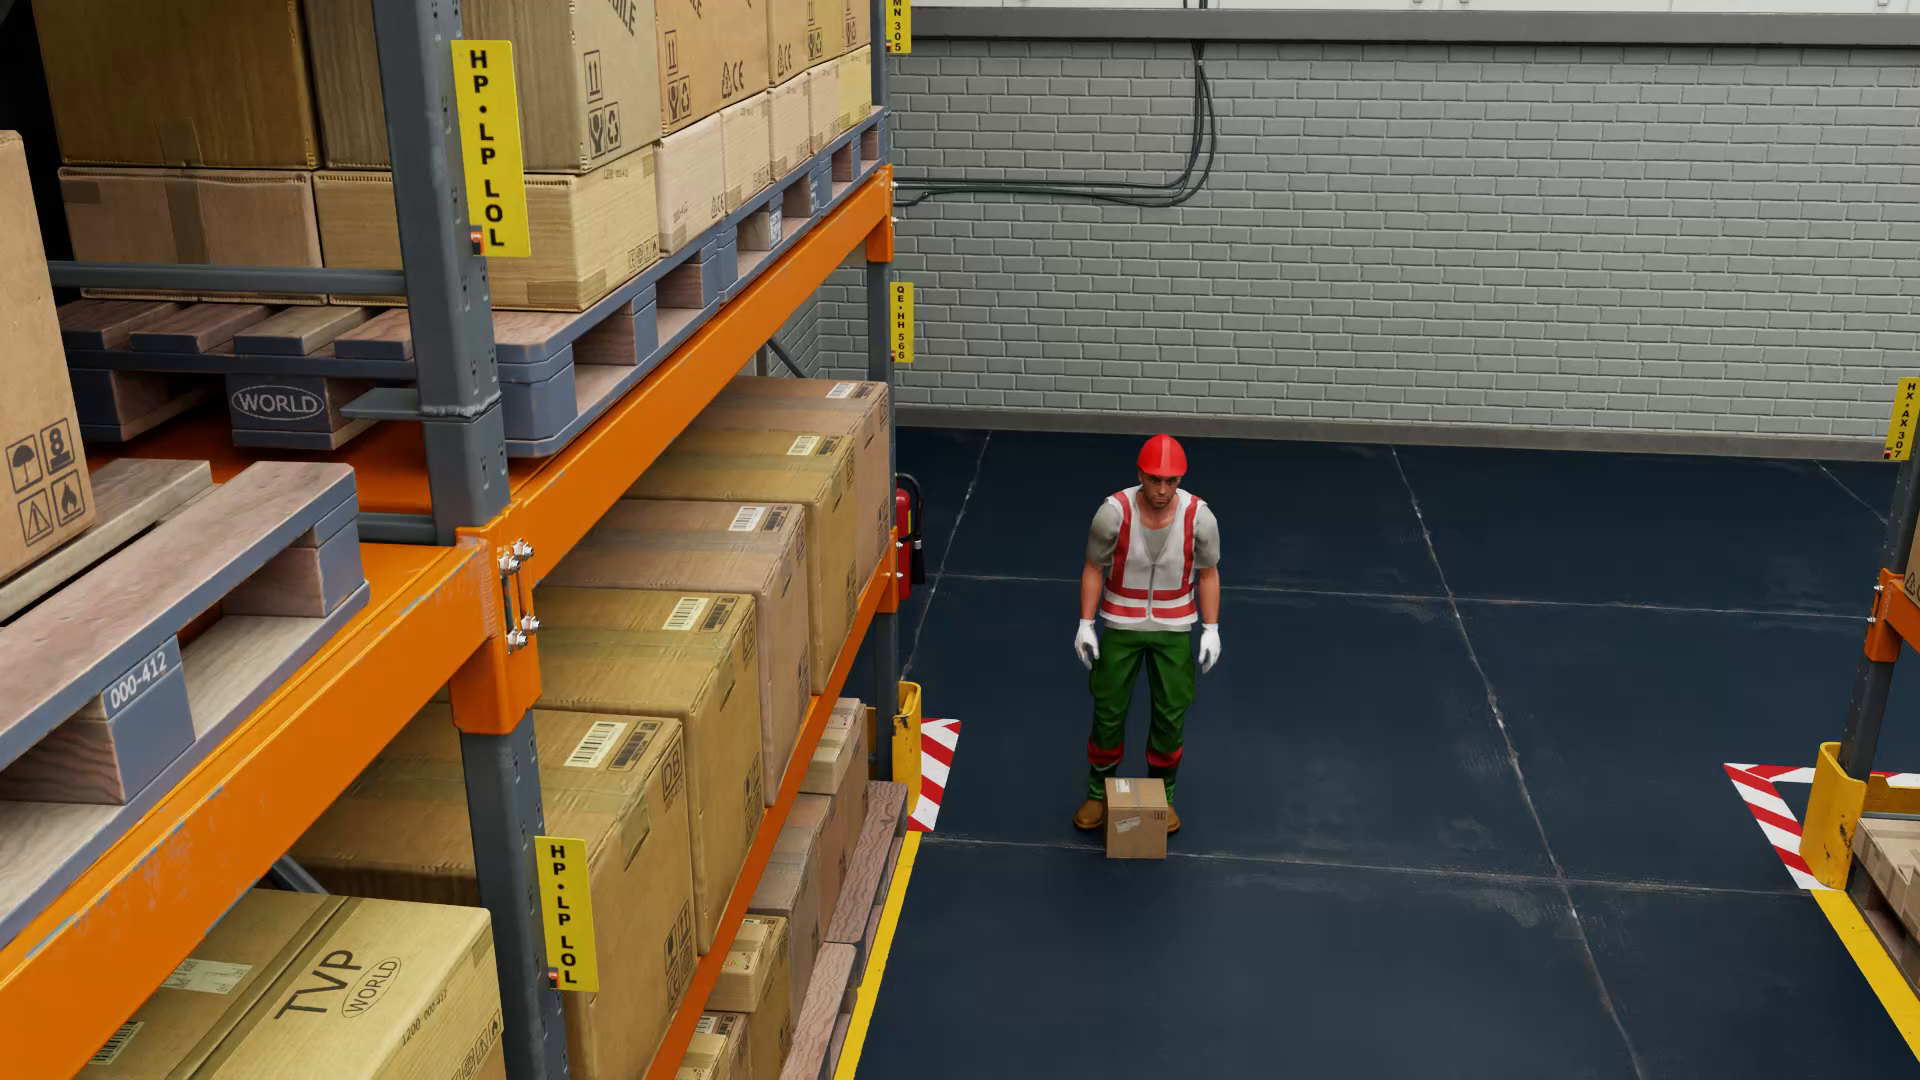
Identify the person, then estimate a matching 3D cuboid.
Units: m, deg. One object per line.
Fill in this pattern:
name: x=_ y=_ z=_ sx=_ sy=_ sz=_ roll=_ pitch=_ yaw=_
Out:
person: x=0.796 y=0.393 z=7.032 sx=0.621 sy=1.781 sz=0.445 roll=1 pitch=21 yaw=4
